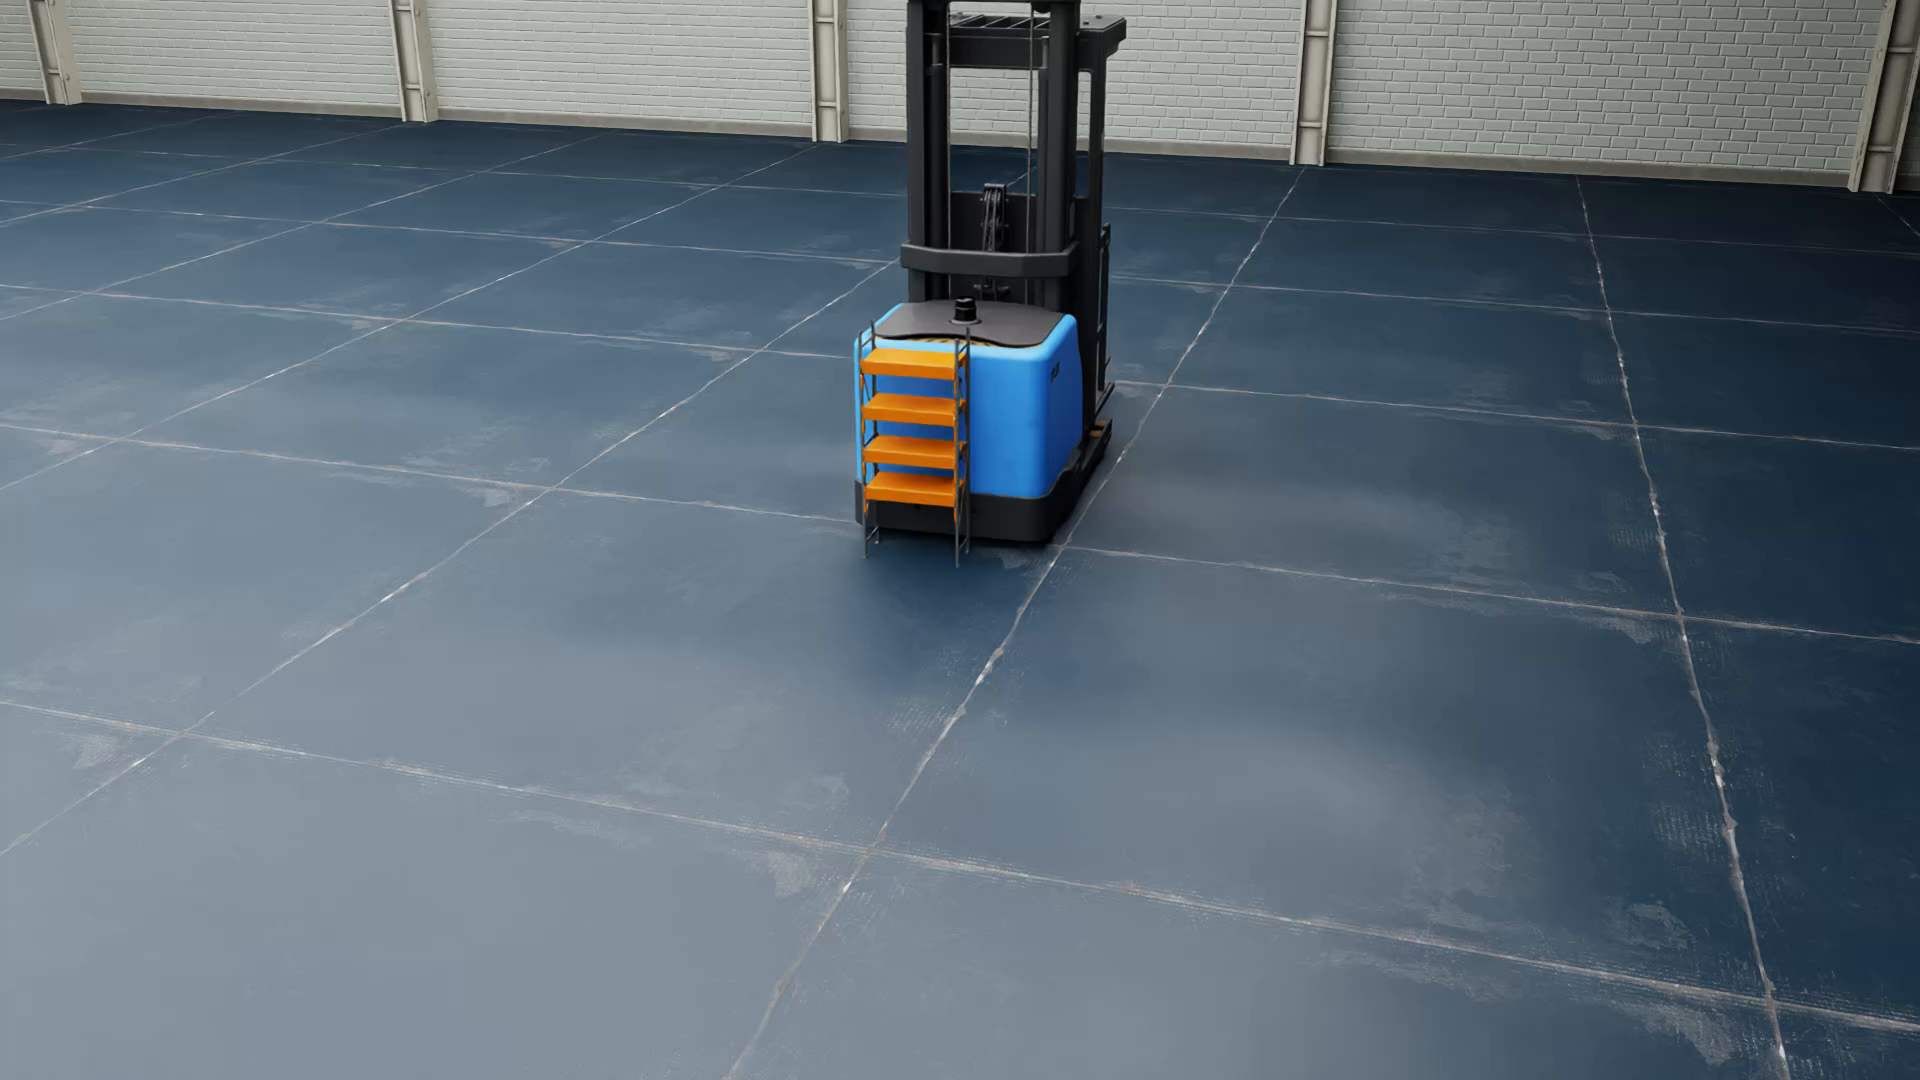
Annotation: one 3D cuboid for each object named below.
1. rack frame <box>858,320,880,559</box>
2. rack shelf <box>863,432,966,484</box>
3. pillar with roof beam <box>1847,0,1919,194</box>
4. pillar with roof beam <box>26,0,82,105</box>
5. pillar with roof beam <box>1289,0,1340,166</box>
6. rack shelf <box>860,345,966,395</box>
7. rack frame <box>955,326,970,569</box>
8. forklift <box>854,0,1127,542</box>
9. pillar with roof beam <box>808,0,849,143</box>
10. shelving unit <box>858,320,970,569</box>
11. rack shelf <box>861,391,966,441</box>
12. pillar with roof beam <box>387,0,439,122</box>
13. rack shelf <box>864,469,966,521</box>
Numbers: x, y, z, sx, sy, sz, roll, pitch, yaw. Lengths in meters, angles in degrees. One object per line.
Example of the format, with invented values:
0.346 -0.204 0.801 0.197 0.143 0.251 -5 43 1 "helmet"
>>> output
-0.459 -0.499 8.403 0.015 1.200 0.240 6 23 13 "rack frame"
-0.223 -0.414 8.373 0.480 0.148 0.258 6 23 13 "rack shelf"
8.601 -6.384 12.475 0.400 9.000 9.100 7 23 16 "pillar with roof beam"
-14.376 -9.015 18.889 0.400 9.000 9.100 7 23 16 "pillar with roof beam"
2.856 -7.042 14.079 0.400 9.000 9.100 7 23 16 "pillar with roof beam"
-0.224 -0.839 8.195 0.480 0.148 0.258 6 23 13 "rack shelf"
0.013 -0.453 8.291 0.015 1.200 0.240 6 23 13 "rack frame"
0.306 -1.877 9.483 1.130 2.935 3.031 6 23 13 "forklift"
-2.888 -7.699 15.682 0.400 9.000 9.100 7 23 16 "pillar with roof beam"
-0.223 -0.476 8.347 0.503 1.200 0.258 6 23 13 "shelving unit"
-0.223 -0.620 8.287 0.480 0.148 0.258 6 23 13 "rack shelf"
-8.632 -8.357 17.286 0.400 9.000 9.100 7 23 16 "pillar with roof beam"
-0.222 -0.231 8.449 0.480 0.148 0.258 6 23 13 "rack shelf"
